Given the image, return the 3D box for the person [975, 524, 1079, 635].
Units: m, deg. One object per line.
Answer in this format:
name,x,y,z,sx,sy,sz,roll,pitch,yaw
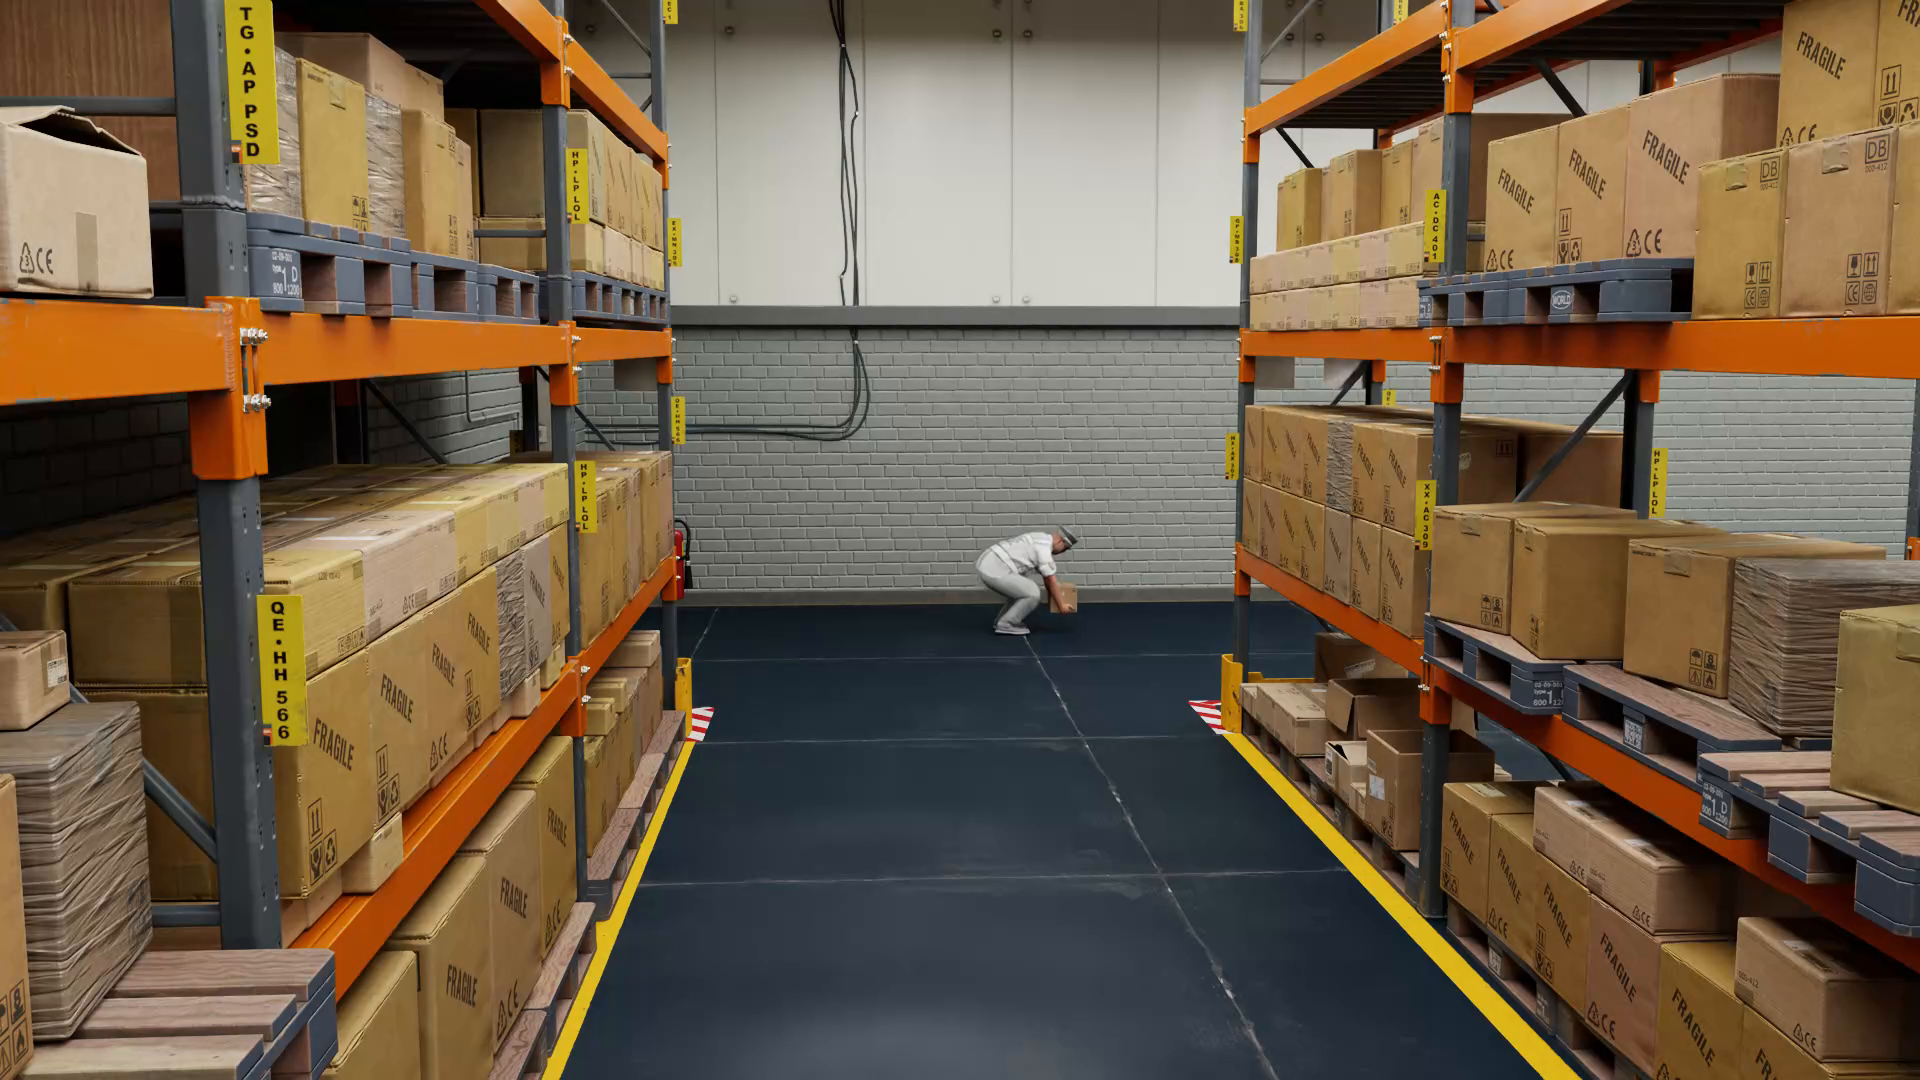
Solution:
person,0.642,0.369,15.735,0.987,1.023,0.535,-1,7,-5
